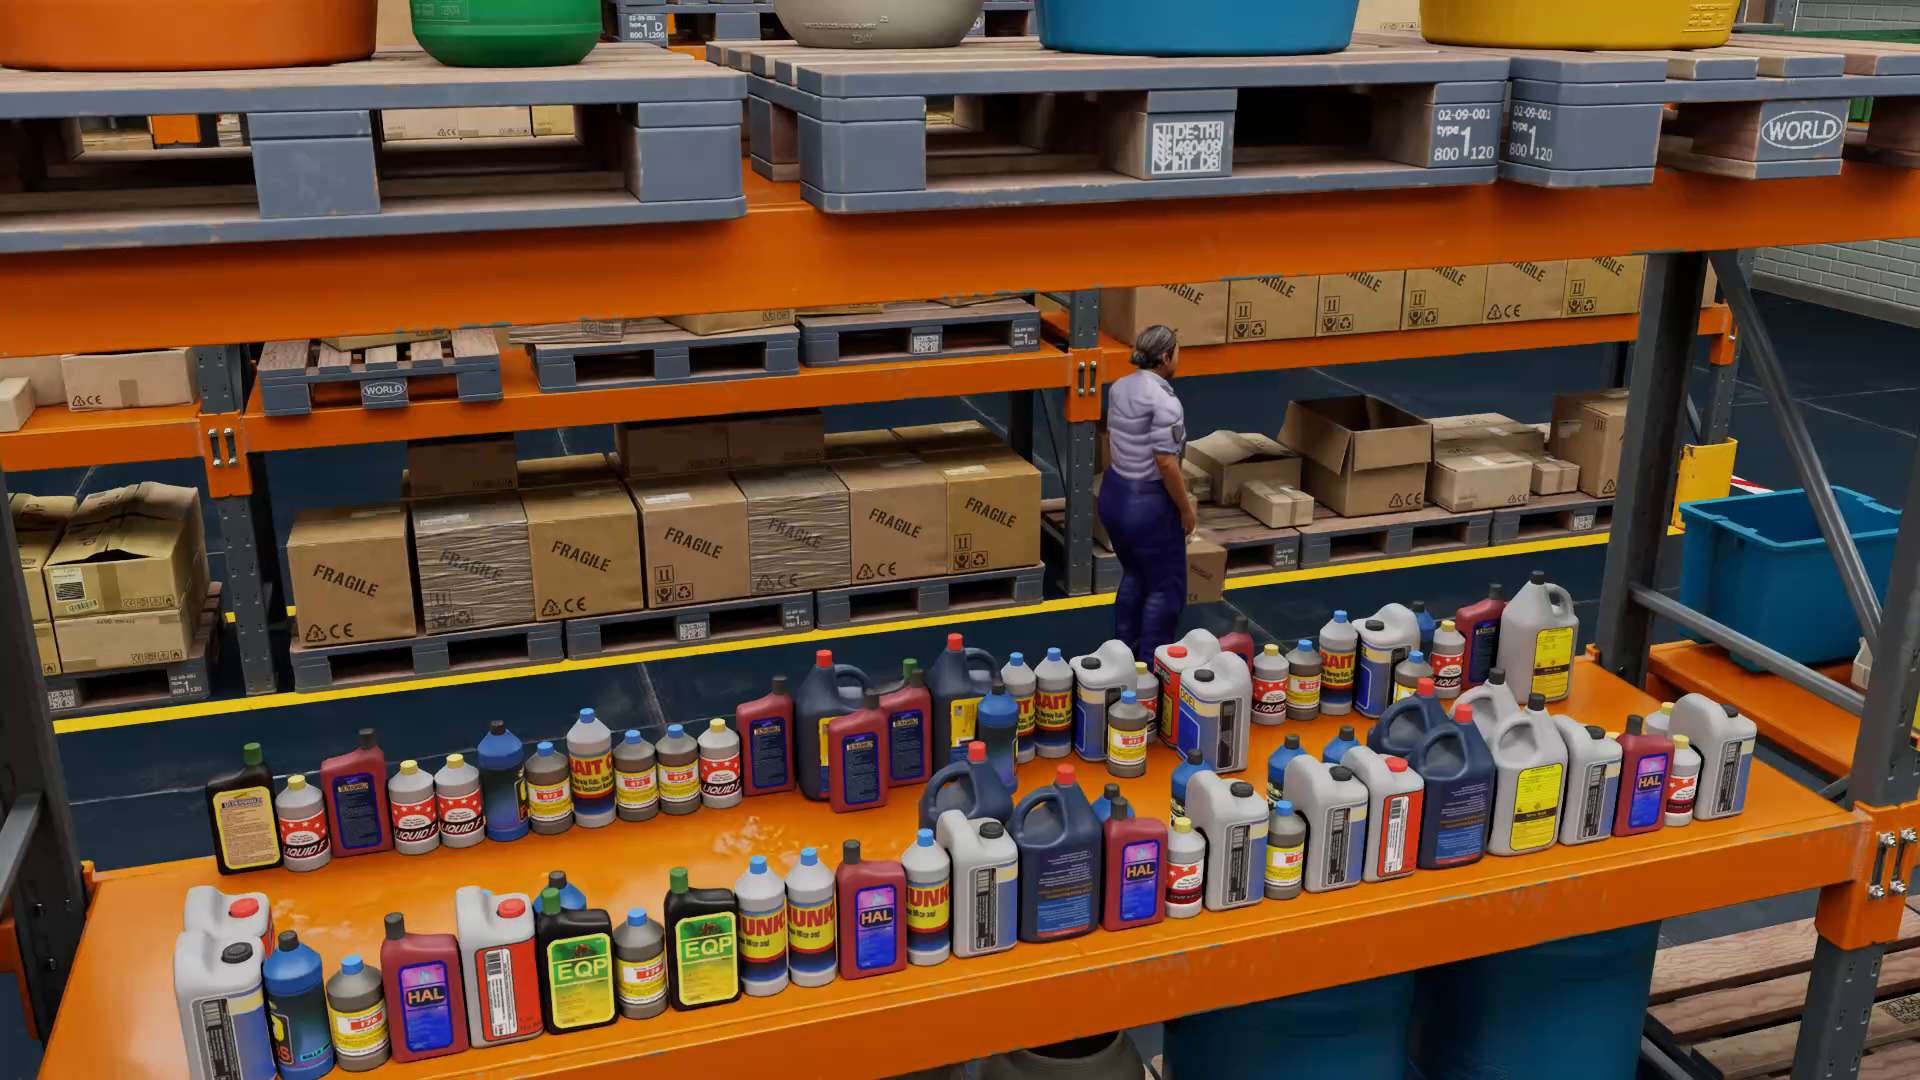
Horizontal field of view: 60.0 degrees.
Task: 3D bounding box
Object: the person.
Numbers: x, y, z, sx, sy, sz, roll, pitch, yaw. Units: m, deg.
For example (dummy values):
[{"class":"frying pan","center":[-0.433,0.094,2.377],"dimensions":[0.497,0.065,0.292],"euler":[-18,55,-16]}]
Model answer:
[{"class":"person","center":[0.862,-0.148,7.494],"dimensions":[0.421,1.655,0.526],"euler":[-10,22,-26]}]
